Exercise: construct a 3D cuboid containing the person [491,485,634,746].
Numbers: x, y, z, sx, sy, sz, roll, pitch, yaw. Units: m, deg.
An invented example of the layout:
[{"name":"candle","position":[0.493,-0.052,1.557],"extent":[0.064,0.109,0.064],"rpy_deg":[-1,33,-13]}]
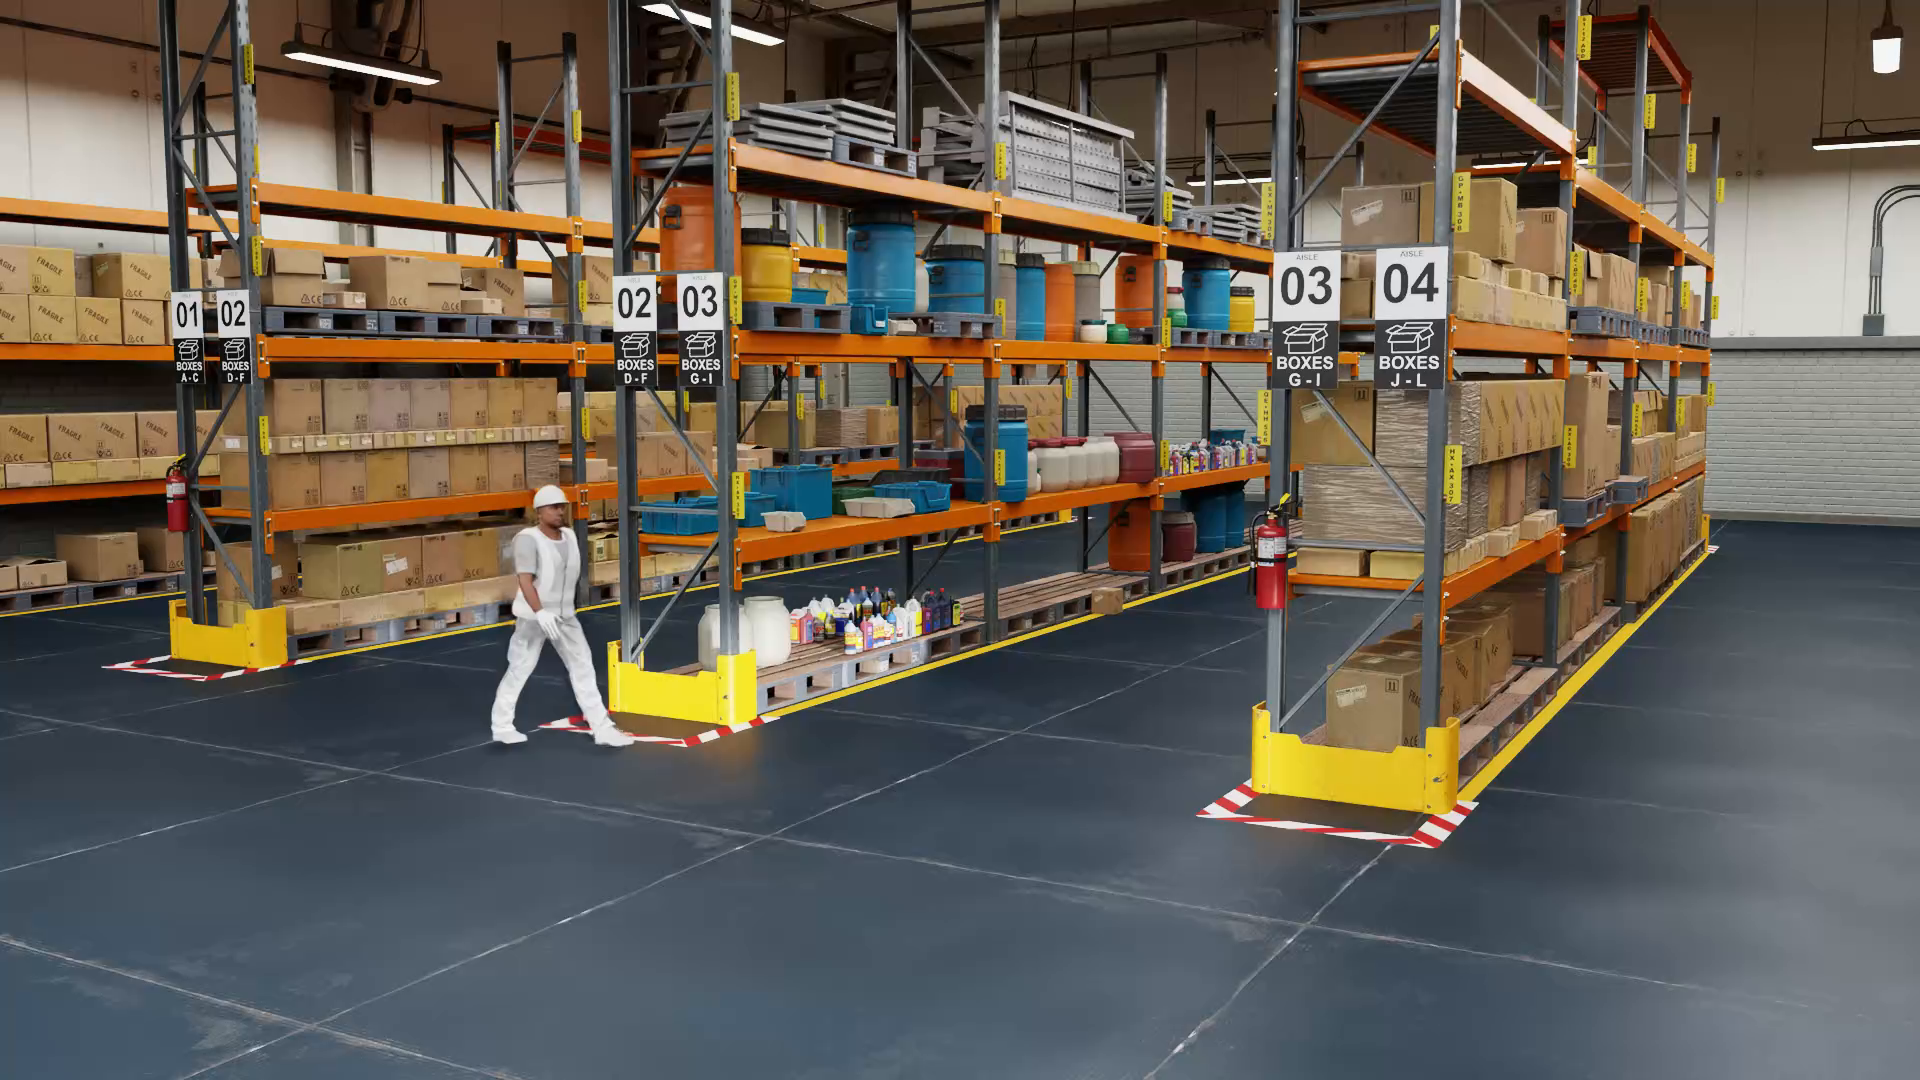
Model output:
[{"name":"person","position":[-2.641,0.500,10.977],"extent":[0.994,1.722,0.660],"rpy_deg":[4,7,32]}]
